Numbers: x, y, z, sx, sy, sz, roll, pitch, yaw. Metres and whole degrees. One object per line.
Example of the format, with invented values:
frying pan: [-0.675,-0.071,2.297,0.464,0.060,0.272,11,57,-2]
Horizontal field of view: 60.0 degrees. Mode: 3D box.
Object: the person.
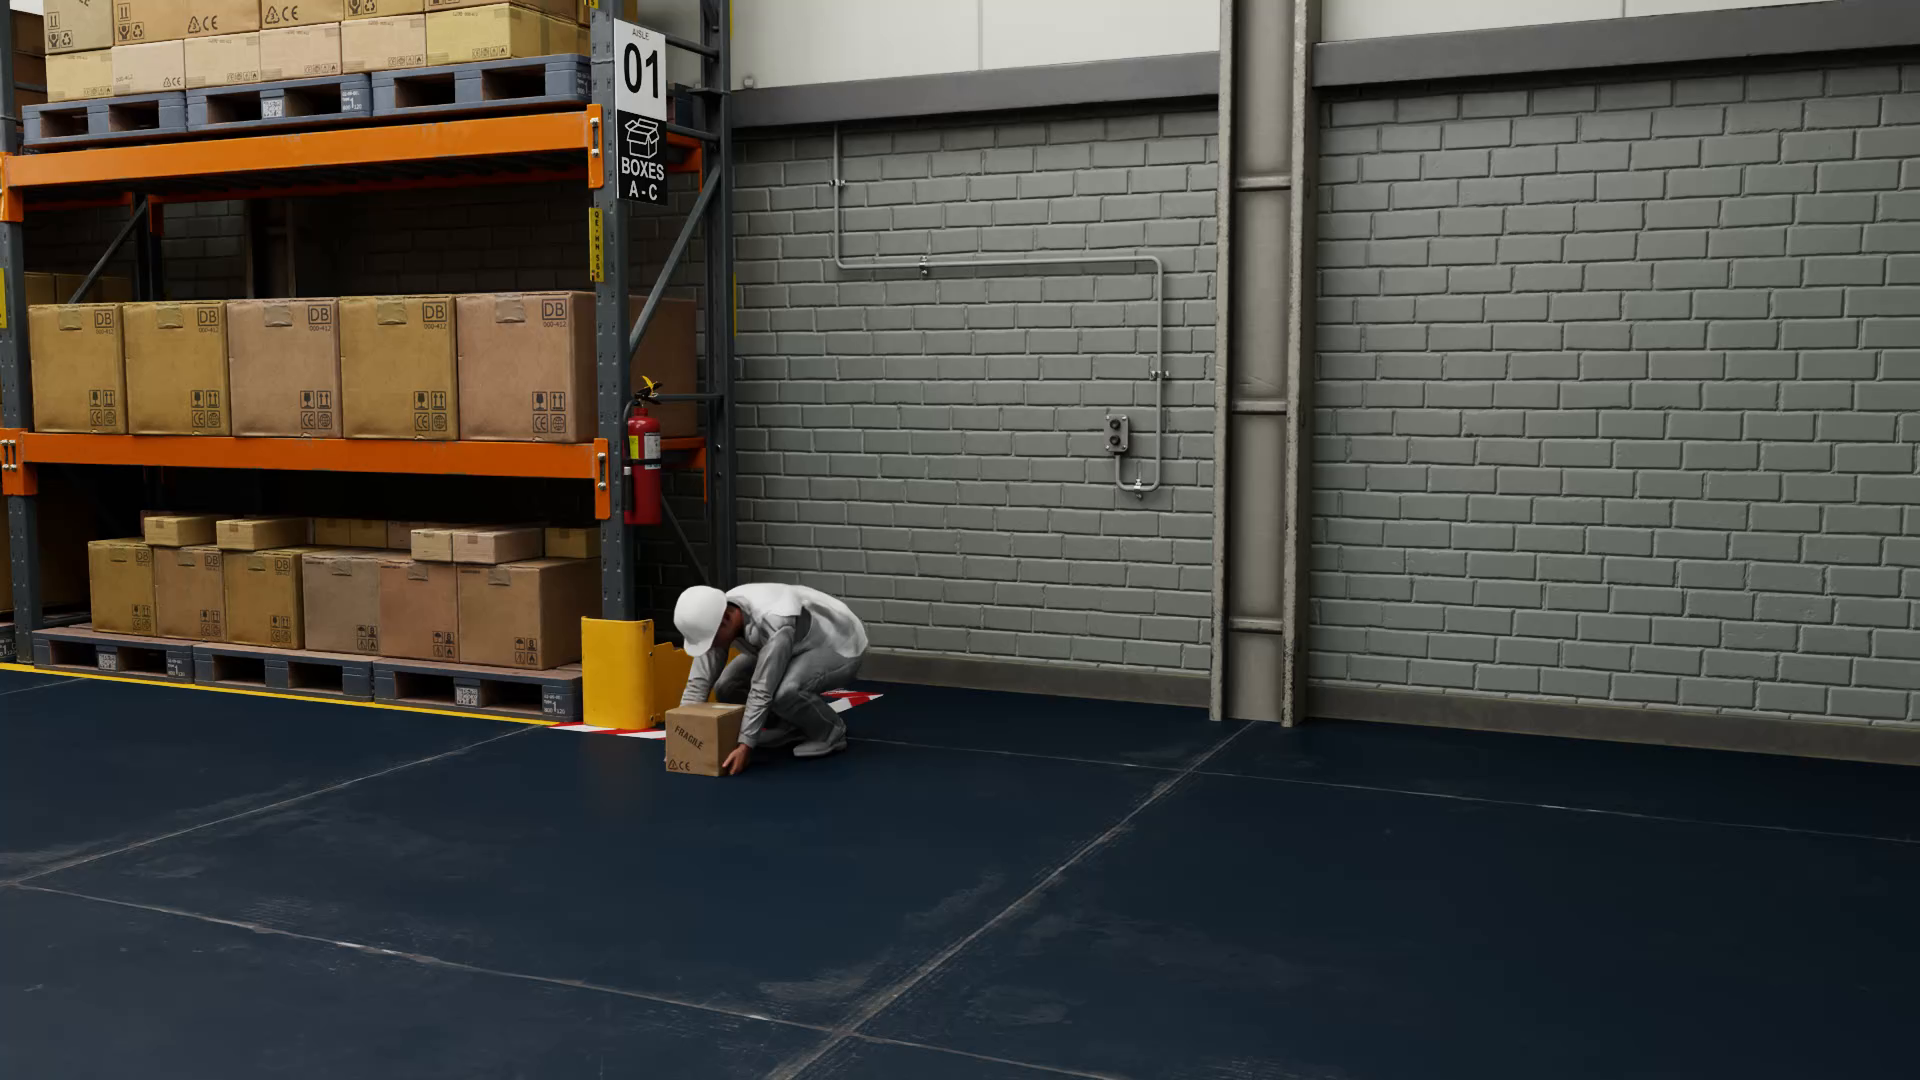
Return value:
person: [-0.821,0.573,7.043,0.520,0.838,0.970,5,8,43]
